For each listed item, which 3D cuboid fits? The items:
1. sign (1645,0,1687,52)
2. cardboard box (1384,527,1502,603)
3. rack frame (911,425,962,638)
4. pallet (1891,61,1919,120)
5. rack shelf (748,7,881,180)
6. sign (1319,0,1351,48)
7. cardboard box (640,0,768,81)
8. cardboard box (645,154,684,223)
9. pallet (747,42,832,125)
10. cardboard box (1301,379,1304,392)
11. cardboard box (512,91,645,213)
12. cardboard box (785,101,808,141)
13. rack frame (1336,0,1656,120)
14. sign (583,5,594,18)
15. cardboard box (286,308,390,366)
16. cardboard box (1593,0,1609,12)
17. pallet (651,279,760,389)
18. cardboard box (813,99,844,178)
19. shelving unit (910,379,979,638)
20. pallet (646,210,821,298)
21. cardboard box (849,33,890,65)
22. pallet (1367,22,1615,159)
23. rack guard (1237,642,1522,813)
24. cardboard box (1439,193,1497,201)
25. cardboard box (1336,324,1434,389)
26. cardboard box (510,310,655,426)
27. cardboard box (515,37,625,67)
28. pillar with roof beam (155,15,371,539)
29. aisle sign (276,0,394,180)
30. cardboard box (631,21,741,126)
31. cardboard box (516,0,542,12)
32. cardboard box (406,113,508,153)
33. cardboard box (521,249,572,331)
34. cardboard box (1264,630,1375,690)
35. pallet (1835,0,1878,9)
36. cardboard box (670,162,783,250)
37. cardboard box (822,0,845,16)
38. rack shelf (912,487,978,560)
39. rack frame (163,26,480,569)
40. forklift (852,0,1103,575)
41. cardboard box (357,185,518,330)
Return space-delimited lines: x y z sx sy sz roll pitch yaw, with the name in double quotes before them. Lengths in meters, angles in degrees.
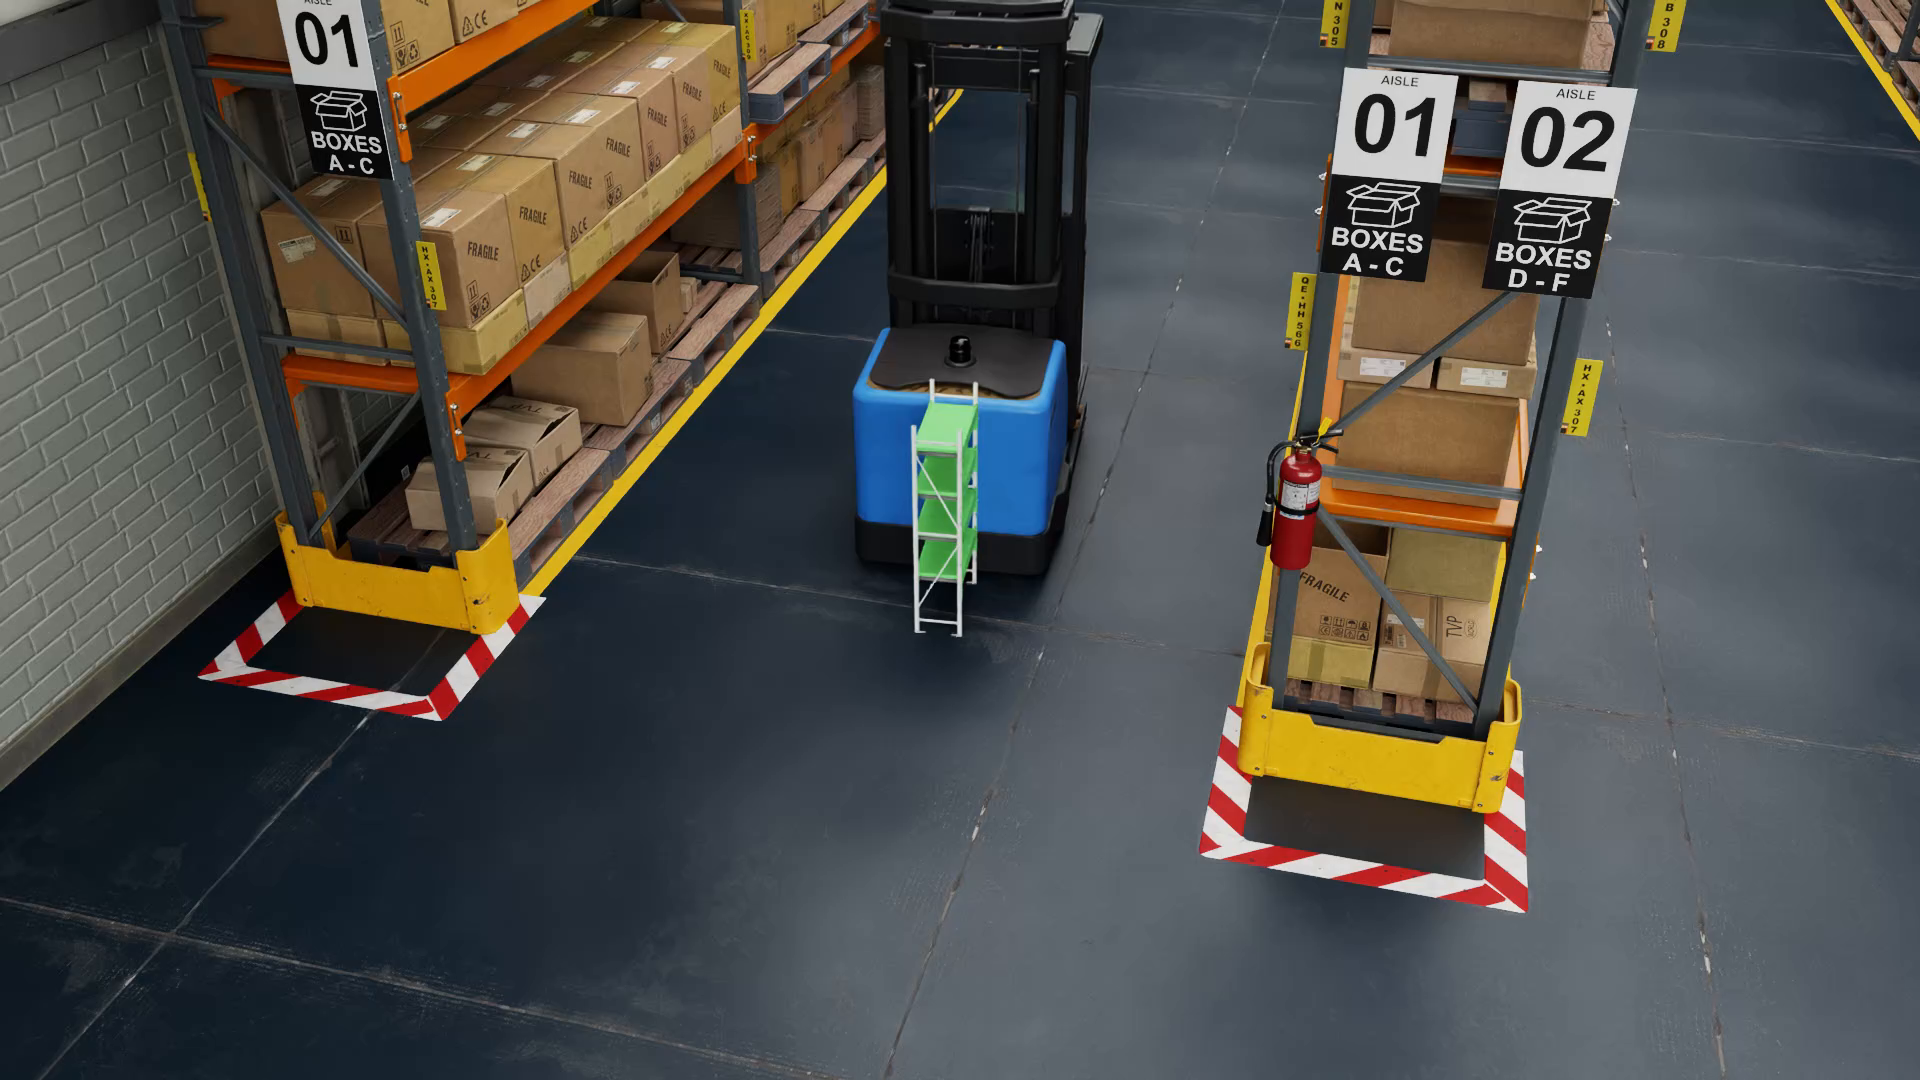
"sign" 2.406 -1.820 5.633 0.100 0.325 0.005 8 33 12
"cardboard box" 2.347 -0.072 8.039 0.500 0.500 0.500 8 33 12
"rack frame" -0.111 -0.024 8.169 0.240 1.200 0.015 5 33 8
"pallet" 9.470 -4.210 15.675 1.003 0.211 1.213 8 33 12
"rack shelf" -1.399 -3.713 12.965 1.077 0.370 4.000 8 33 12
"sign" 1.350 -1.918 5.923 0.100 0.325 0.005 8 33 12
"cardboard box" -1.744 -3.466 11.403 0.700 0.500 0.500 8 33 13
"cardboard box" -1.981 -2.116 9.904 0.500 0.250 0.500 8 33 12
"pallet" -1.572 -3.275 11.784 1.003 0.211 1.213 8 33 12
"cardboard box" 2.087 -0.663 8.969 0.500 0.500 0.500 8 33 12
"cardboard box" -2.118 -2.163 9.279 0.500 0.500 0.500 9 34 14
"cardboard box" -1.499 -3.310 12.881 0.500 0.250 0.500 7 33 11
"rack frame" 1.871 -2.762 5.207 1.000 3.000 0.127 8 33 12
"sign" -2.444 -3.541 10.945 0.100 0.325 0.005 8 33 12
"cardboard box" -2.990 -1.117 8.333 0.500 0.250 0.500 8 33 13
"cardboard box" 2.557 -2.600 7.132 0.500 0.500 0.500 8 33 12
"pallet" -2.043 -1.449 11.332 1.003 0.211 1.213 8 33 12
"cardboard box" -1.366 -3.291 13.551 0.700 0.500 0.500 8 33 12
"shelving unit" -0.071 -0.153 8.372 0.258 1.200 0.503 5 33 8
"pallet" -1.710 -2.206 12.524 1.003 0.211 1.213 8 33 12
"cardboard box" -0.578 -4.688 15.441 0.750 0.750 0.750 8 33 12
"pallet" 2.075 -1.823 6.607 1.003 0.211 1.213 8 33 12
"rack guard" 1.865 0.837 7.468 1.175 0.500 0.348 8 33 12
"cardboard box" 2.143 -1.362 7.294 0.700 0.500 0.500 7 33 11
"cardboard box" 1.784 -0.771 6.969 0.380 0.149 0.250 7 33 12
"cardboard box" -2.280 -1.050 10.026 0.700 0.500 0.500 6 33 9
"cardboard box" -2.363 -2.757 10.213 0.500 0.500 0.500 8 33 12
"pillar with roof beam" 0.583 -3.330 6.100 9.100 9.000 0.400 8 33 12
"aisle sign" -2.650 -1.922 7.054 0.394 0.787 0.004 8 33 12
"cardboard box" -1.727 -2.953 10.521 0.500 0.500 0.500 8 33 12
"cardboard box" -2.296 -2.903 8.113 0.500 0.500 0.500 10 34 15
"cardboard box" -2.743 -1.967 8.970 0.500 0.500 0.500 7 33 11
"cardboard box" -2.373 -1.330 8.667 0.500 0.250 0.500 7 33 11
"cardboard box" 1.721 0.434 7.943 0.500 0.250 0.500 8 33 12
"pallet" 10.475 -6.258 18.897 1.003 0.211 1.213 8 33 12
"cardboard box" -1.736 -2.494 12.297 0.700 0.500 0.500 9 34 14
"cardboard box" -1.296 -4.388 12.852 0.700 0.500 0.500 8 33 12
"rack shelf" -0.071 -0.099 8.406 0.258 0.148 0.480 5 33 8
"rack frame" -2.922 -0.903 7.875 1.000 3.000 0.127 8 33 12
"forklift" 0.183 -1.829 9.394 1.130 2.935 3.031 5 33 8
"cardboard box" -2.510 -1.372 8.034 0.500 0.500 0.500 8 33 12
